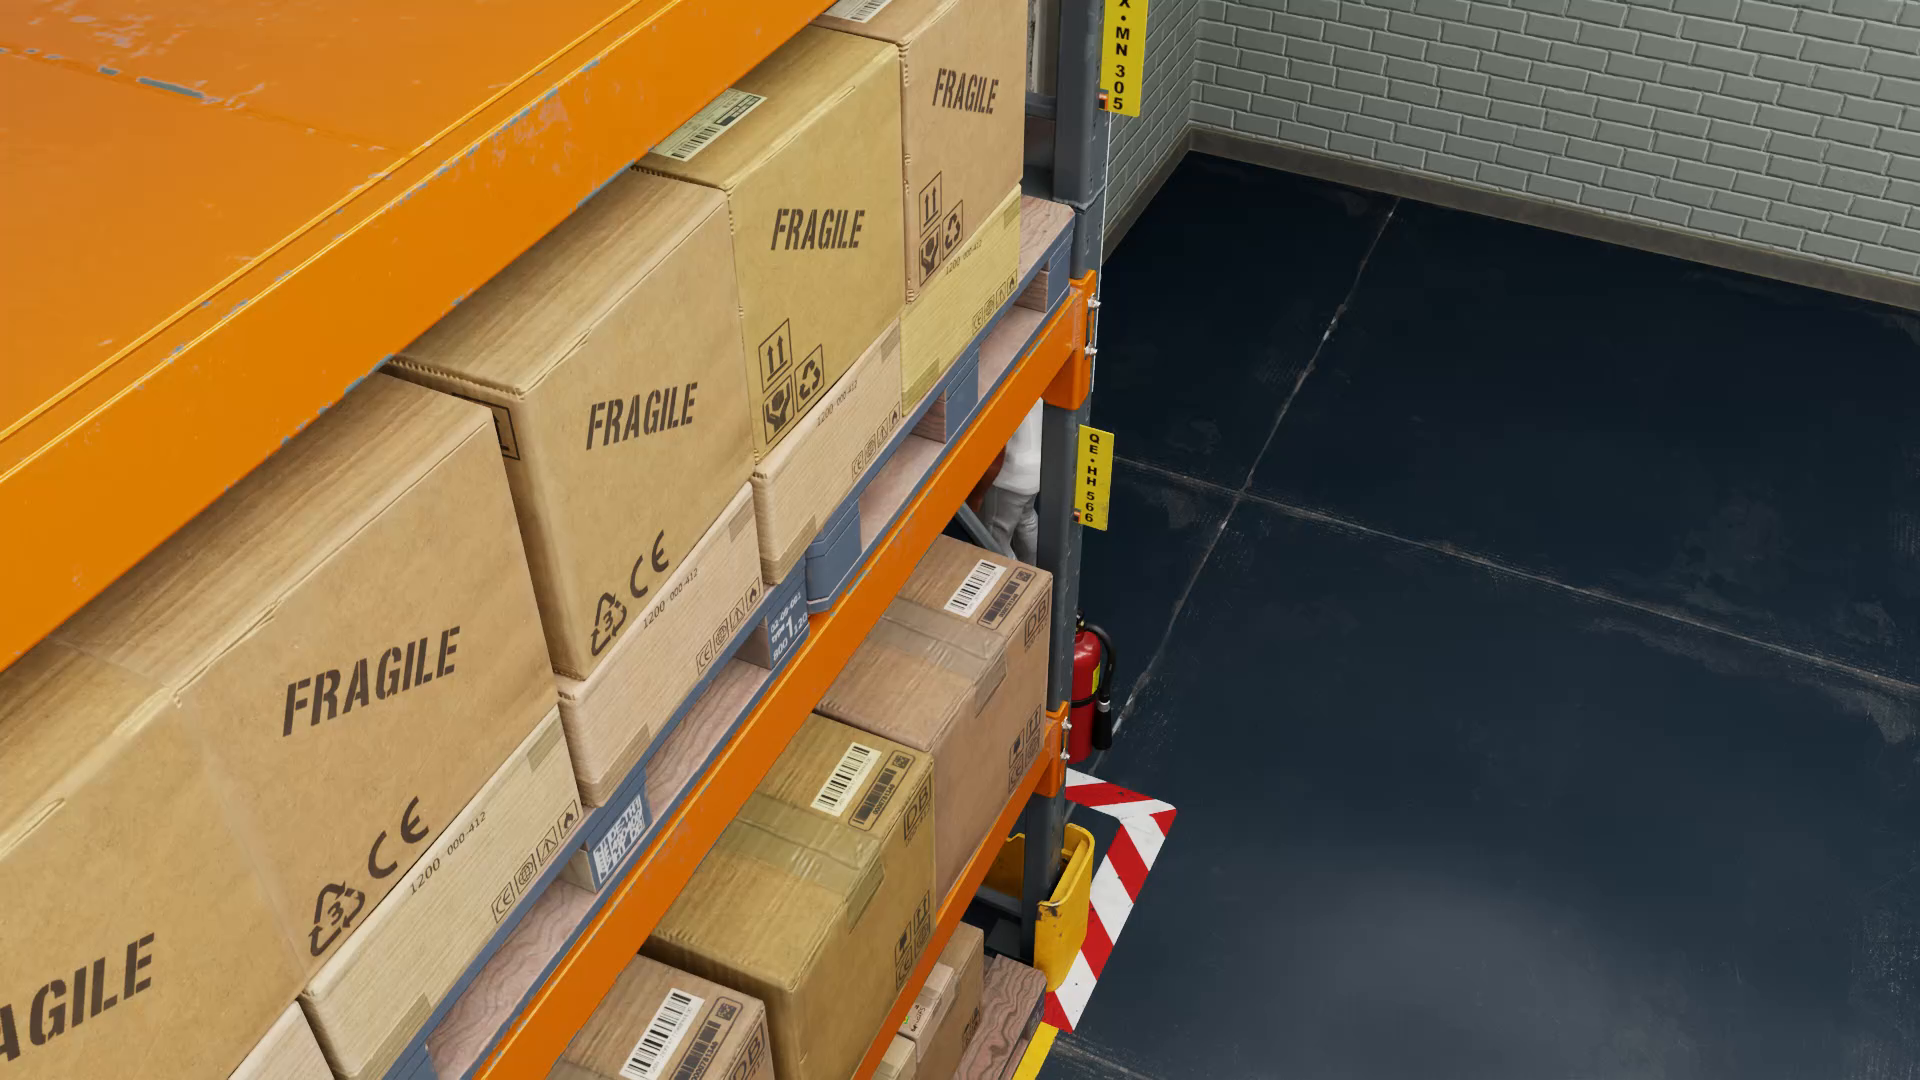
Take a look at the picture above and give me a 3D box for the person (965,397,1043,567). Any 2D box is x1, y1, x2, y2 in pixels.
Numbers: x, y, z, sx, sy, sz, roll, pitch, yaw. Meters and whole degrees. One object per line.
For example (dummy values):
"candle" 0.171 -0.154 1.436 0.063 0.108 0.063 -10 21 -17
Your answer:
"person" 0.180 -0.335 6.522 0.460 1.760 0.627 18 45 19
